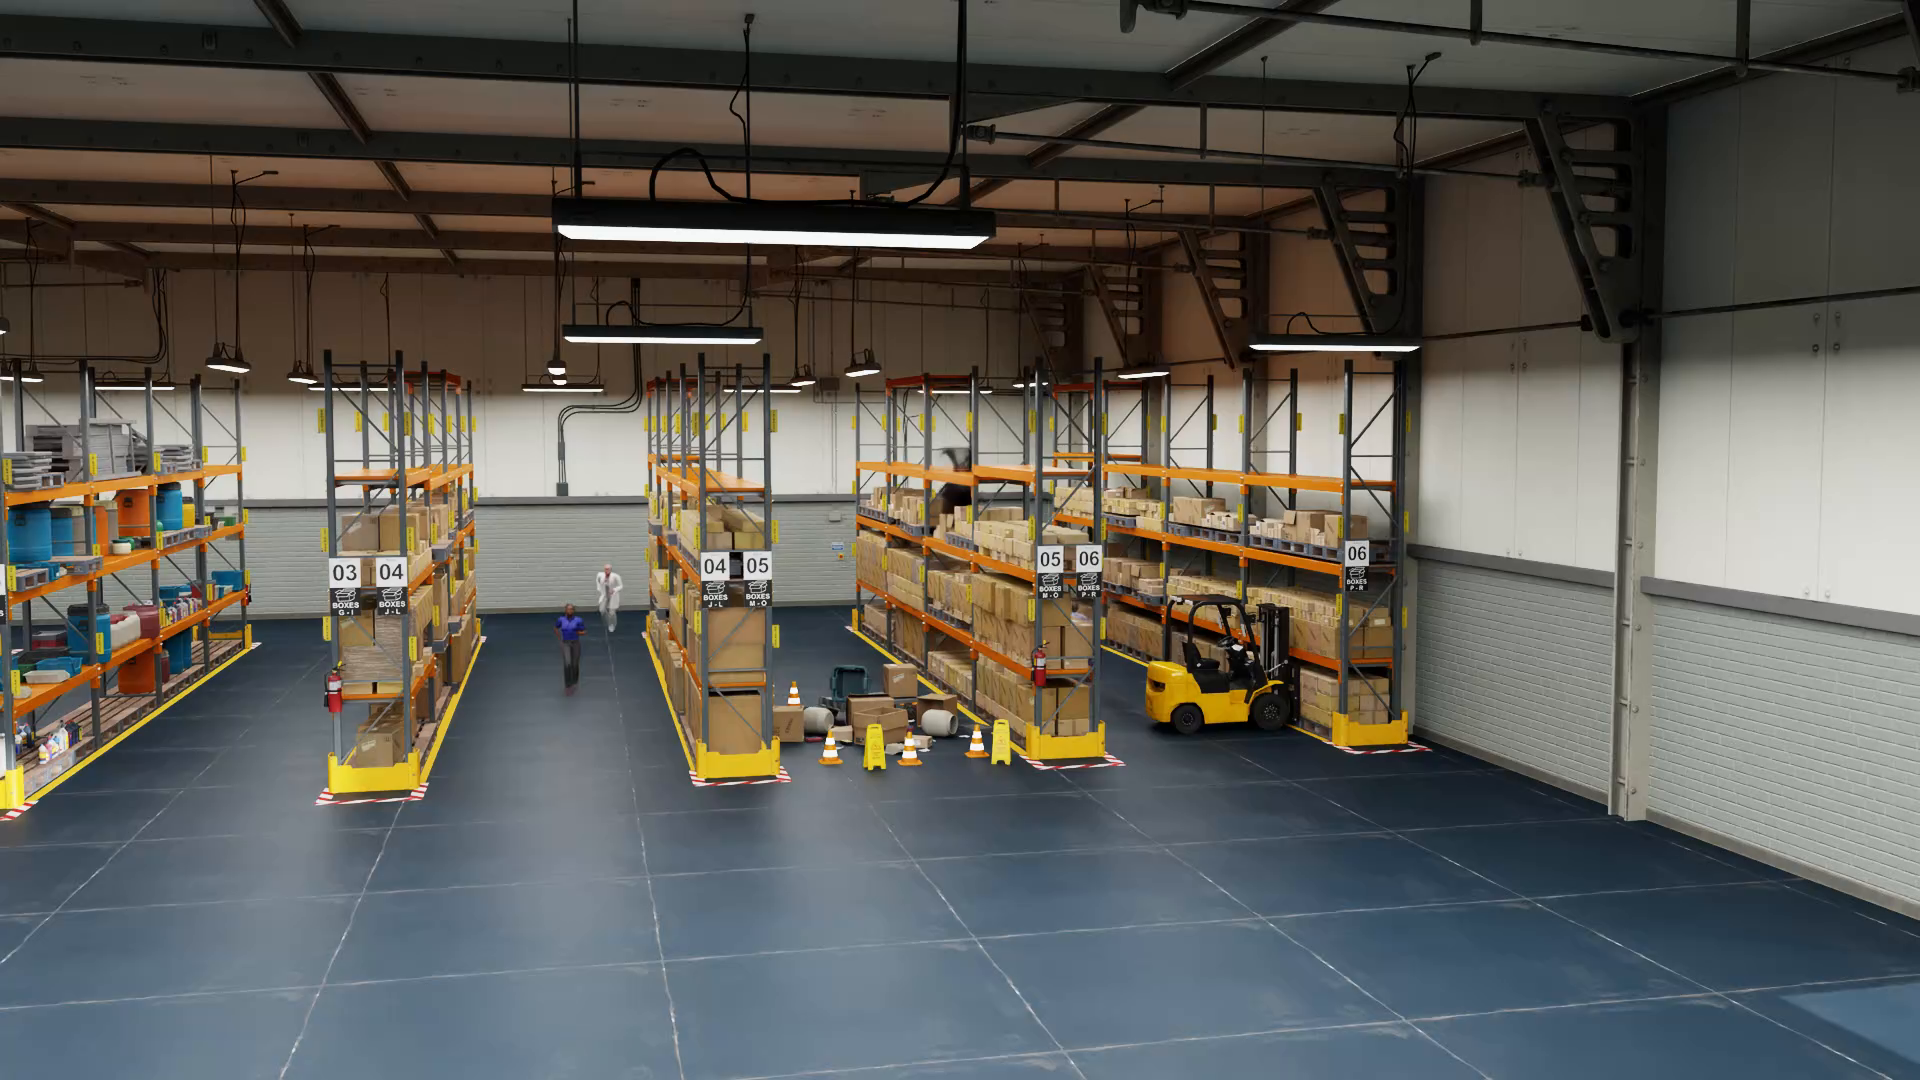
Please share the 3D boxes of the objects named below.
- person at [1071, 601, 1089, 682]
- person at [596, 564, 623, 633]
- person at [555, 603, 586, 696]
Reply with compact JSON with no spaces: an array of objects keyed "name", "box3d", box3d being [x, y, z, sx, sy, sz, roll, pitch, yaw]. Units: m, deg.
[{"name":"person","box3d":[2.186,1.986,31.934,0.601,1.616,0.577,-1,4,-11]},{"name":"person","box3d":[-8.431,1.413,40.024,0.693,1.683,0.980,0,4,4]},{"name":"person","box3d":[-7.242,2.020,30.931,0.583,1.696,0.744,-1,4,-12]}]
